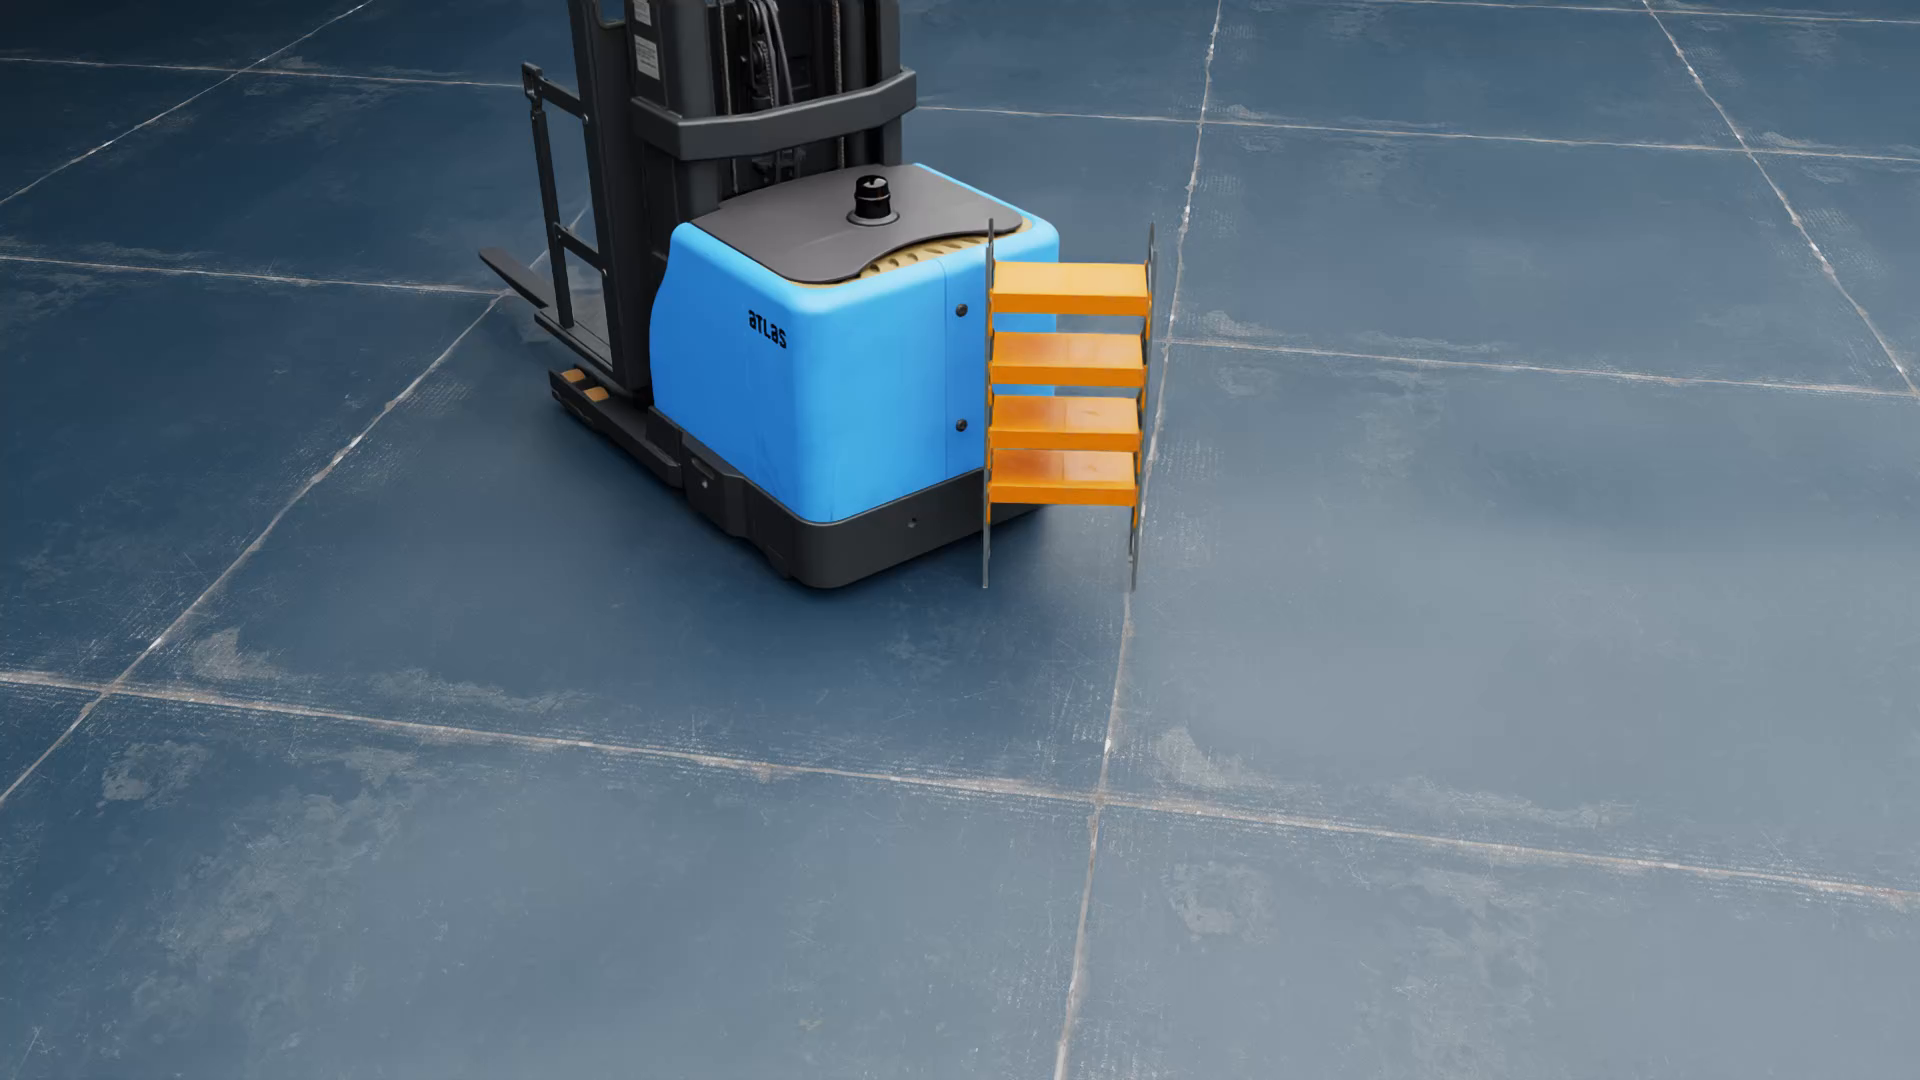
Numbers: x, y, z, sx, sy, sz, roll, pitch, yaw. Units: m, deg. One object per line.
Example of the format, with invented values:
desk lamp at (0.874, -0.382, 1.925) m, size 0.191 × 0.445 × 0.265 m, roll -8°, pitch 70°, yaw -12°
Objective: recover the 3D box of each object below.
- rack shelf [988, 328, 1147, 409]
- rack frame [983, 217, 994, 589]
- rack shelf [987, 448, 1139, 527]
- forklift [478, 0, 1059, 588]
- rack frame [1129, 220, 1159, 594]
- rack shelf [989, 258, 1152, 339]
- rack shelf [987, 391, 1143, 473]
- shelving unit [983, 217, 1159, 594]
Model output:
rack shelf at (0.332, -0.535, 5.179) m, size 0.480 × 0.148 × 0.258 m, roll 2°, pitch 32°, yaw 3°
rack frame at (0.089, -0.409, 5.273) m, size 0.015 × 1.200 × 0.240 m, roll 2°, pitch 32°, yaw 3°
rack shelf at (0.332, -0.177, 5.403) m, size 0.480 × 0.148 × 0.258 m, roll 2°, pitch 32°, yaw 3°
forklift at (-0.956, -1.809, 5.877) m, size 1.130 × 2.935 × 3.031 m, roll -22°, pitch 38°, yaw -31°
rack frame at (0.576, -0.396, 5.252) m, size 0.015 × 1.200 × 0.240 m, roll 2°, pitch 32°, yaw 3°
rack shelf at (0.332, -0.736, 5.054) m, size 0.480 × 0.148 × 0.258 m, roll 2°, pitch 32°, yaw 3°
rack shelf at (0.332, -0.346, 5.298) m, size 0.480 × 0.148 × 0.258 m, roll 2°, pitch 32°, yaw 3°
shelving unit at (0.332, -0.403, 5.262) m, size 0.503 × 1.200 × 0.258 m, roll 2°, pitch 32°, yaw 3°
